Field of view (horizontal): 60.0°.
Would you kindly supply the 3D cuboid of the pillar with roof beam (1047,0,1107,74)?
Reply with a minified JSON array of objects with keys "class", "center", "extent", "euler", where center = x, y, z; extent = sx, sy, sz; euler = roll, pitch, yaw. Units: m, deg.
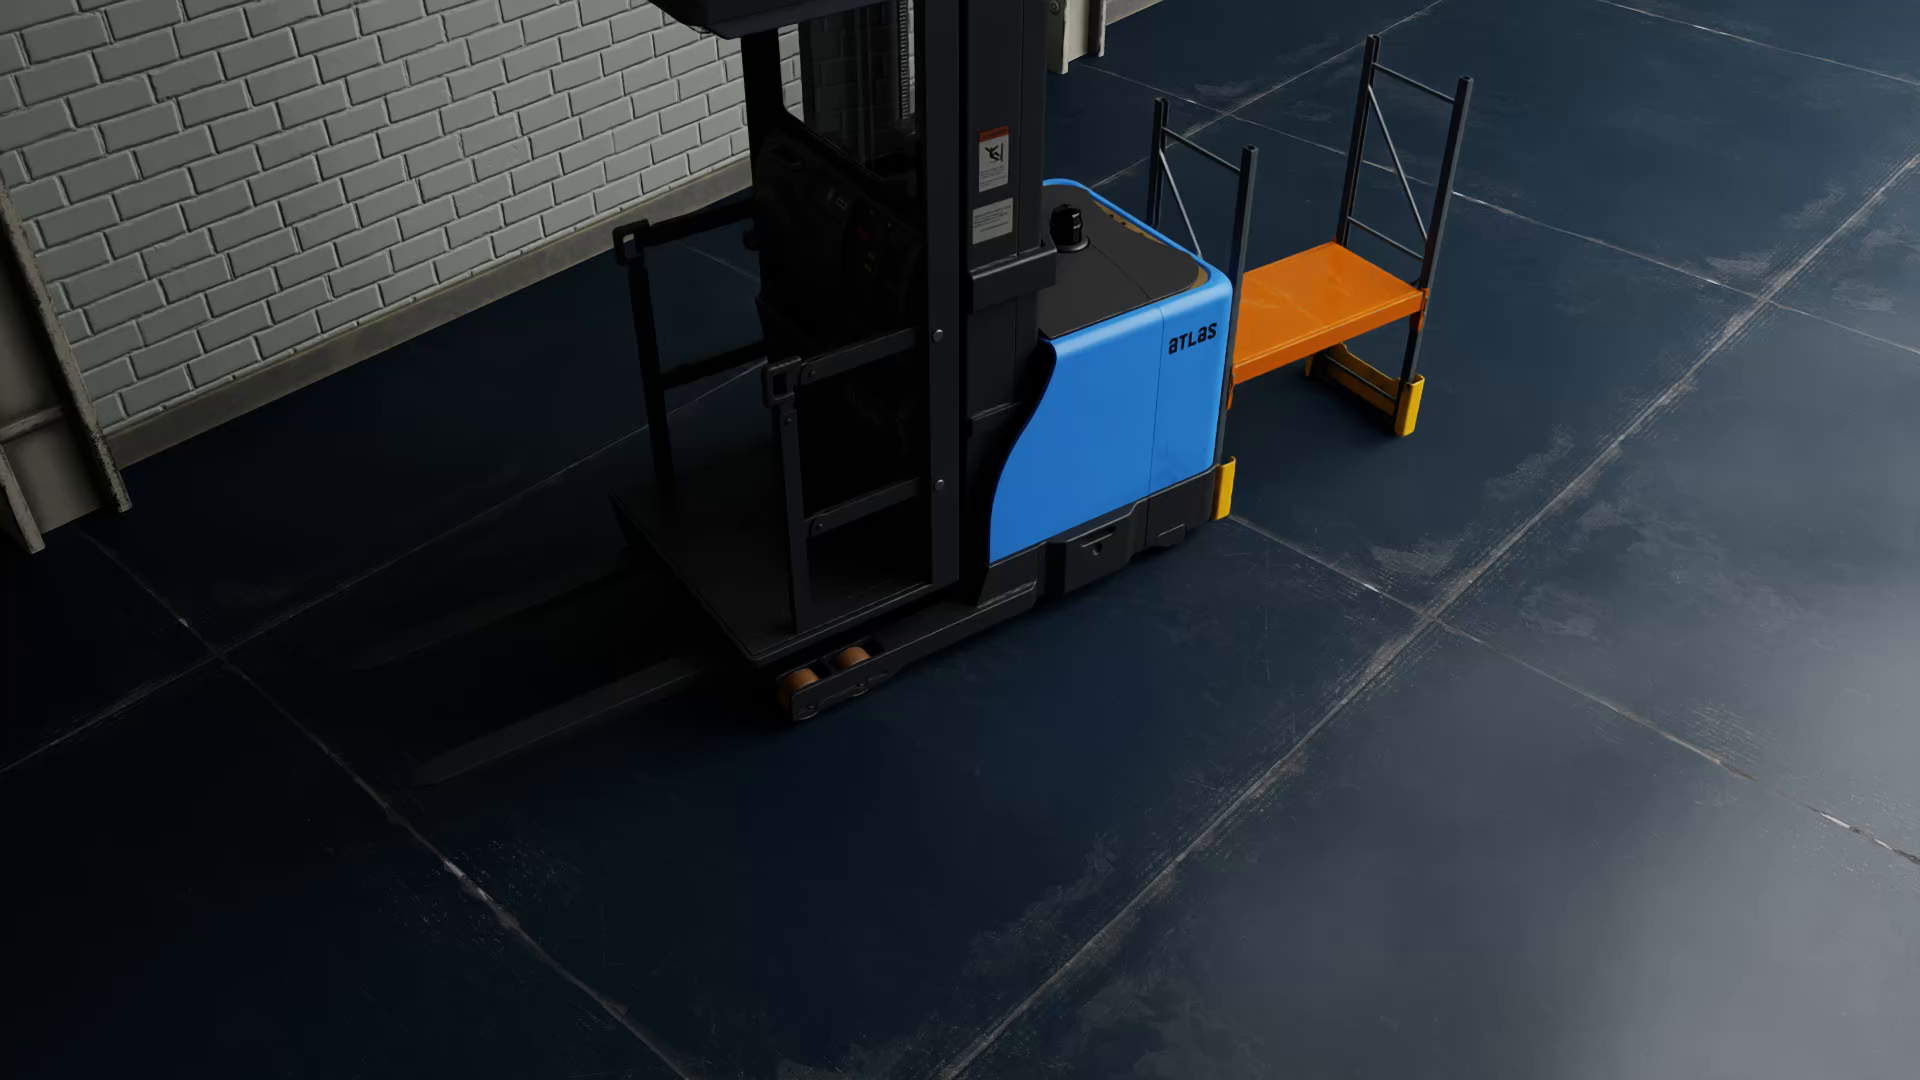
[{"class":"pillar with roof beam","center":[3.790,-4.572,4.770],"extent":[9.100,9.000,0.400],"euler":[30,47,32]}]

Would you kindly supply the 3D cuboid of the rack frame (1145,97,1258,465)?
[{"class":"rack frame","center":[0.827,-0.819,6.074],"extent":[0.032,1.500,0.500],"euler":[-23,44,-26]}]

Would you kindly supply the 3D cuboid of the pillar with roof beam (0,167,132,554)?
[{"class":"pillar with roof beam","center":[-0.258,-1.816,1.304],"extent":[9.100,9.000,0.400],"euler":[30,47,32]}]

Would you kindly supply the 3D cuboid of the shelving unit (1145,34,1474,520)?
[{"class":"shelving unit","center":[1.257,-0.998,6.300],"extent":[1.083,1.500,0.587],"euler":[-23,44,-26]}]

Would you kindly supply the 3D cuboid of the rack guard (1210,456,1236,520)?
[{"class":"rack guard","center":[0.843,-0.336,6.472],"extent":[0.087,0.250,0.587],"euler":[-23,44,-26]}]

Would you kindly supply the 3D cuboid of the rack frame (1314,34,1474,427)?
[{"class":"rack frame","center":[1.671,-1.171,6.518],"extent":[0.032,1.500,0.500],"euler":[-23,44,-26]}]

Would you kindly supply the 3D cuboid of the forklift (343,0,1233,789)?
[{"class":"forklift","center":[-0.561,-0.931,5.065],"extent":[3.031,2.935,1.130],"euler":[-23,44,-26]}]

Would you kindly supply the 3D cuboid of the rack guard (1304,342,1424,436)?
[{"class":"rack guard","center":[1.670,-0.682,6.906],"extent":[0.087,0.250,0.587],"euler":[-23,44,-26]}]

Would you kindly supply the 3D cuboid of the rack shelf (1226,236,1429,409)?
[{"class":"rack shelf","center":[1.249,-0.854,6.408],"extent":[1.000,0.185,0.538],"euler":[-23,44,-26]}]
